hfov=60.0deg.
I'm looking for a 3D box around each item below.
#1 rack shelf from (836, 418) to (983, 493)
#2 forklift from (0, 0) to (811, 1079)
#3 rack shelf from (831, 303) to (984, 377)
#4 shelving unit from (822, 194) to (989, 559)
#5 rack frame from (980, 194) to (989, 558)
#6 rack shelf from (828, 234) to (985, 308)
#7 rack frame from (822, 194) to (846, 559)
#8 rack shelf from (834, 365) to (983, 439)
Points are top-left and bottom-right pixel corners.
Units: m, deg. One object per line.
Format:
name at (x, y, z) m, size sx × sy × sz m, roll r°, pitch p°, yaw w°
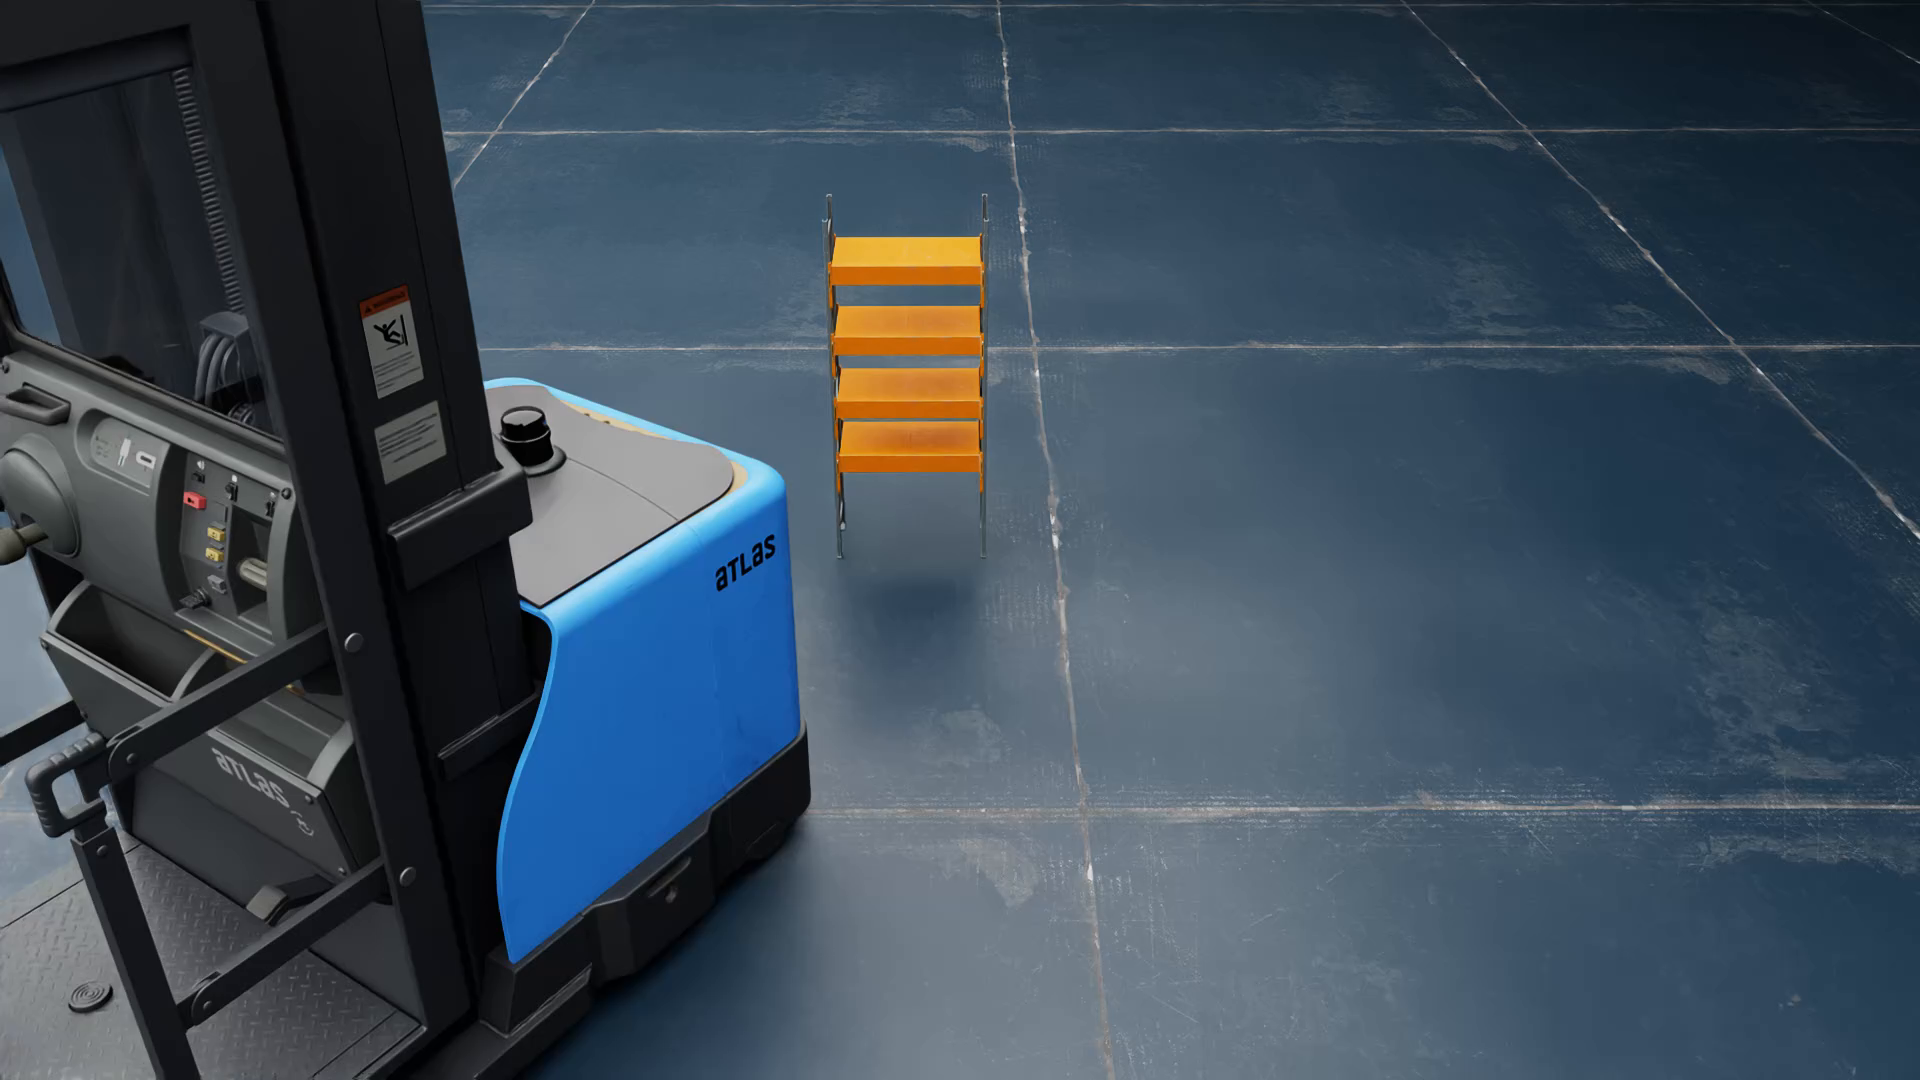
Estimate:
rack shelf at (-0.166, -0.285, 5.576) m, size 0.480 × 0.148 × 0.258 m, roll 0°, pitch 31°, yaw 0°
forklift at (-1.649, -0.018, 2.953) m, size 1.130 × 2.935 × 3.031 m, roll 20°, pitch 36°, yaw 29°
rack shelf at (-0.166, -0.646, 5.357) m, size 0.480 × 0.148 × 0.258 m, roll 0°, pitch 31°, yaw 0°
shelving unit at (-0.166, -0.512, 5.438) m, size 0.503 × 1.200 × 0.258 m, roll 0°, pitch 31°, yaw 0°
rack frame at (0.078, -0.513, 5.439) m, size 0.015 × 1.200 × 0.240 m, roll 0°, pitch 31°, yaw 0°
rack shelf at (-0.166, -0.848, 5.234) m, size 0.480 × 0.148 × 0.258 m, roll 0°, pitch 31°, yaw 0°
rack frame at (-0.410, -0.512, 5.437) m, size 0.015 × 1.200 × 0.240 m, roll 0°, pitch 31°, yaw 0°
rack shelf at (-0.166, -0.455, 5.473) m, size 0.480 × 0.148 × 0.258 m, roll 0°, pitch 31°, yaw 0°
